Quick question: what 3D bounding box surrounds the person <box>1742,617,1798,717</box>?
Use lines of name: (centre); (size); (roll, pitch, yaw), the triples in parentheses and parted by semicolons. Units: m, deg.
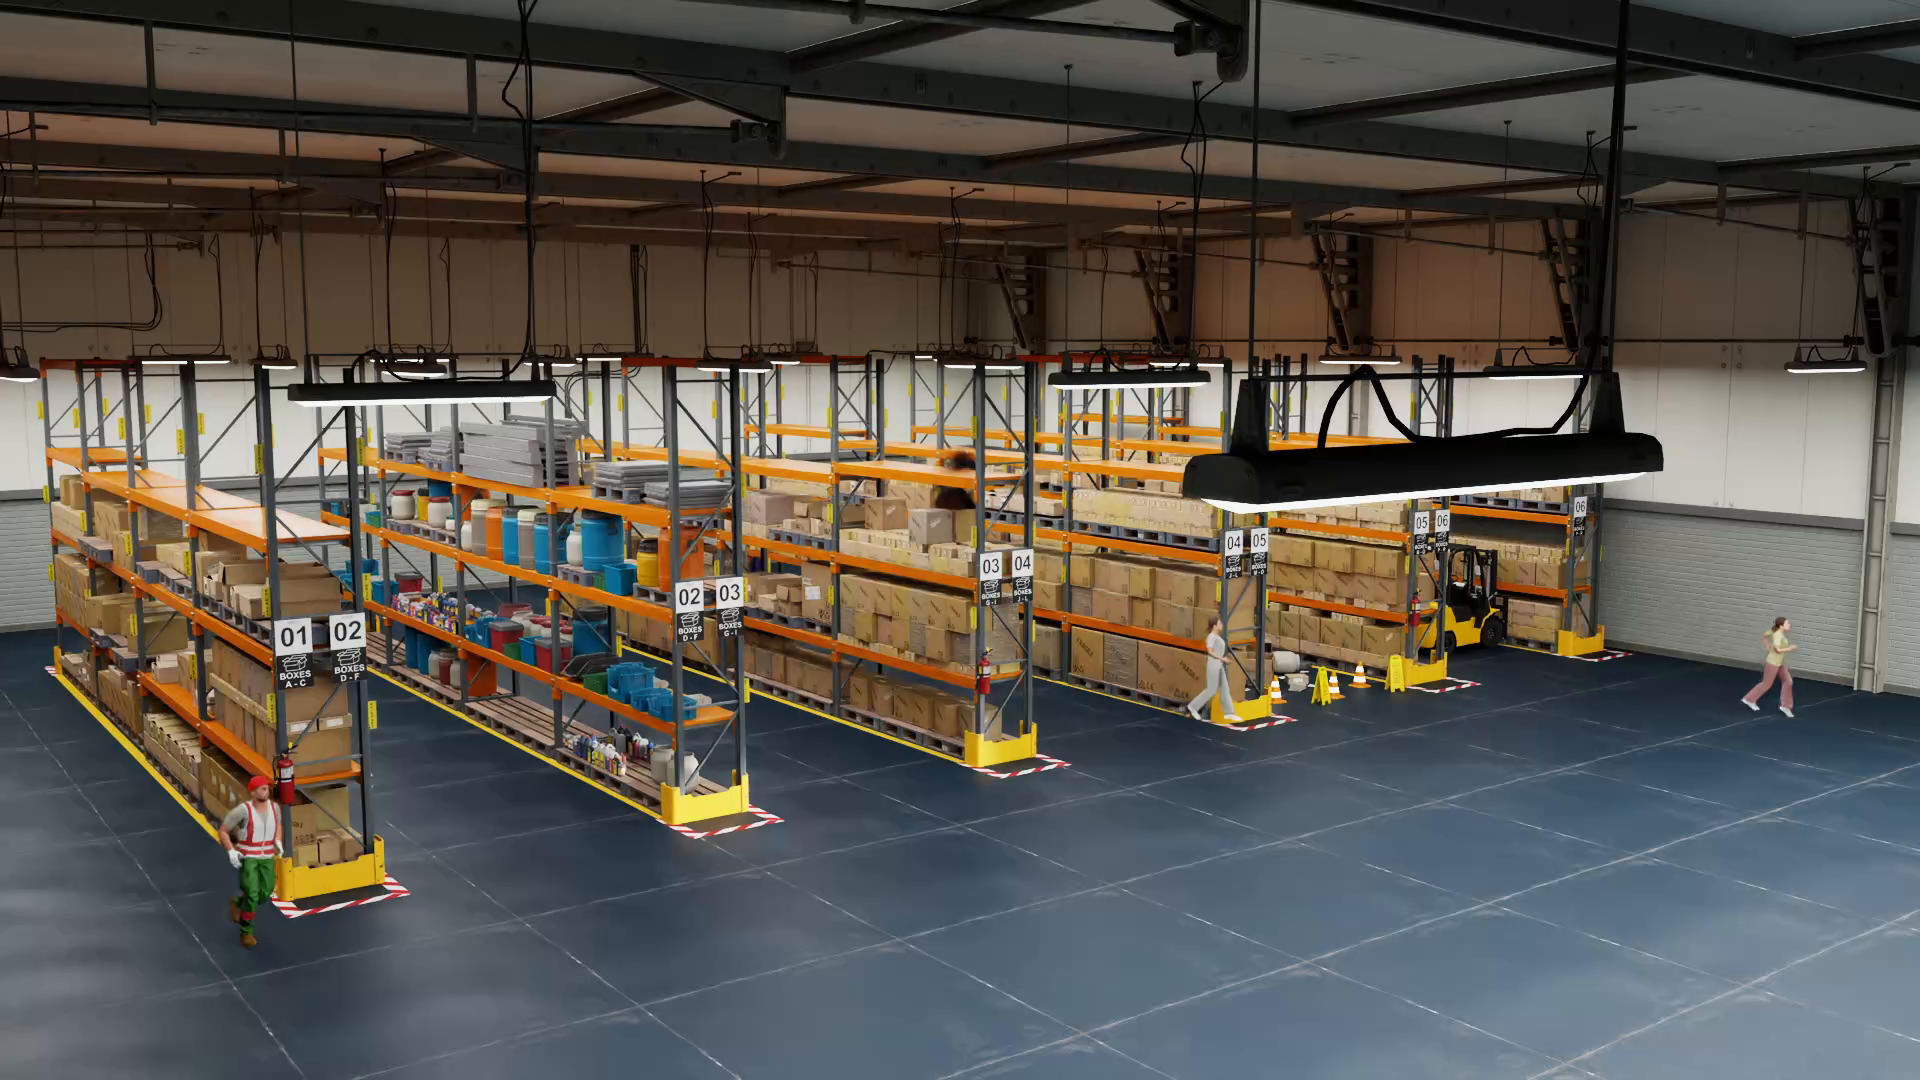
person: (13.713, 2.147, 28.129); (0.838, 1.736, 0.563); (5, 8, 33)

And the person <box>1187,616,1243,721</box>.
person: (4.090, 2.046, 26.527); (0.895, 1.655, 0.599); (2, 7, 19)

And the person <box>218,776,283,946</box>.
person: (-7.530, 3.365, 17.718); (0.660, 1.728, 0.703); (5, 9, 36)

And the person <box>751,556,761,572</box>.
person: (-5.184, 0.470, 42.338); (0.607, 1.589, 0.548); (4, 8, 30)
